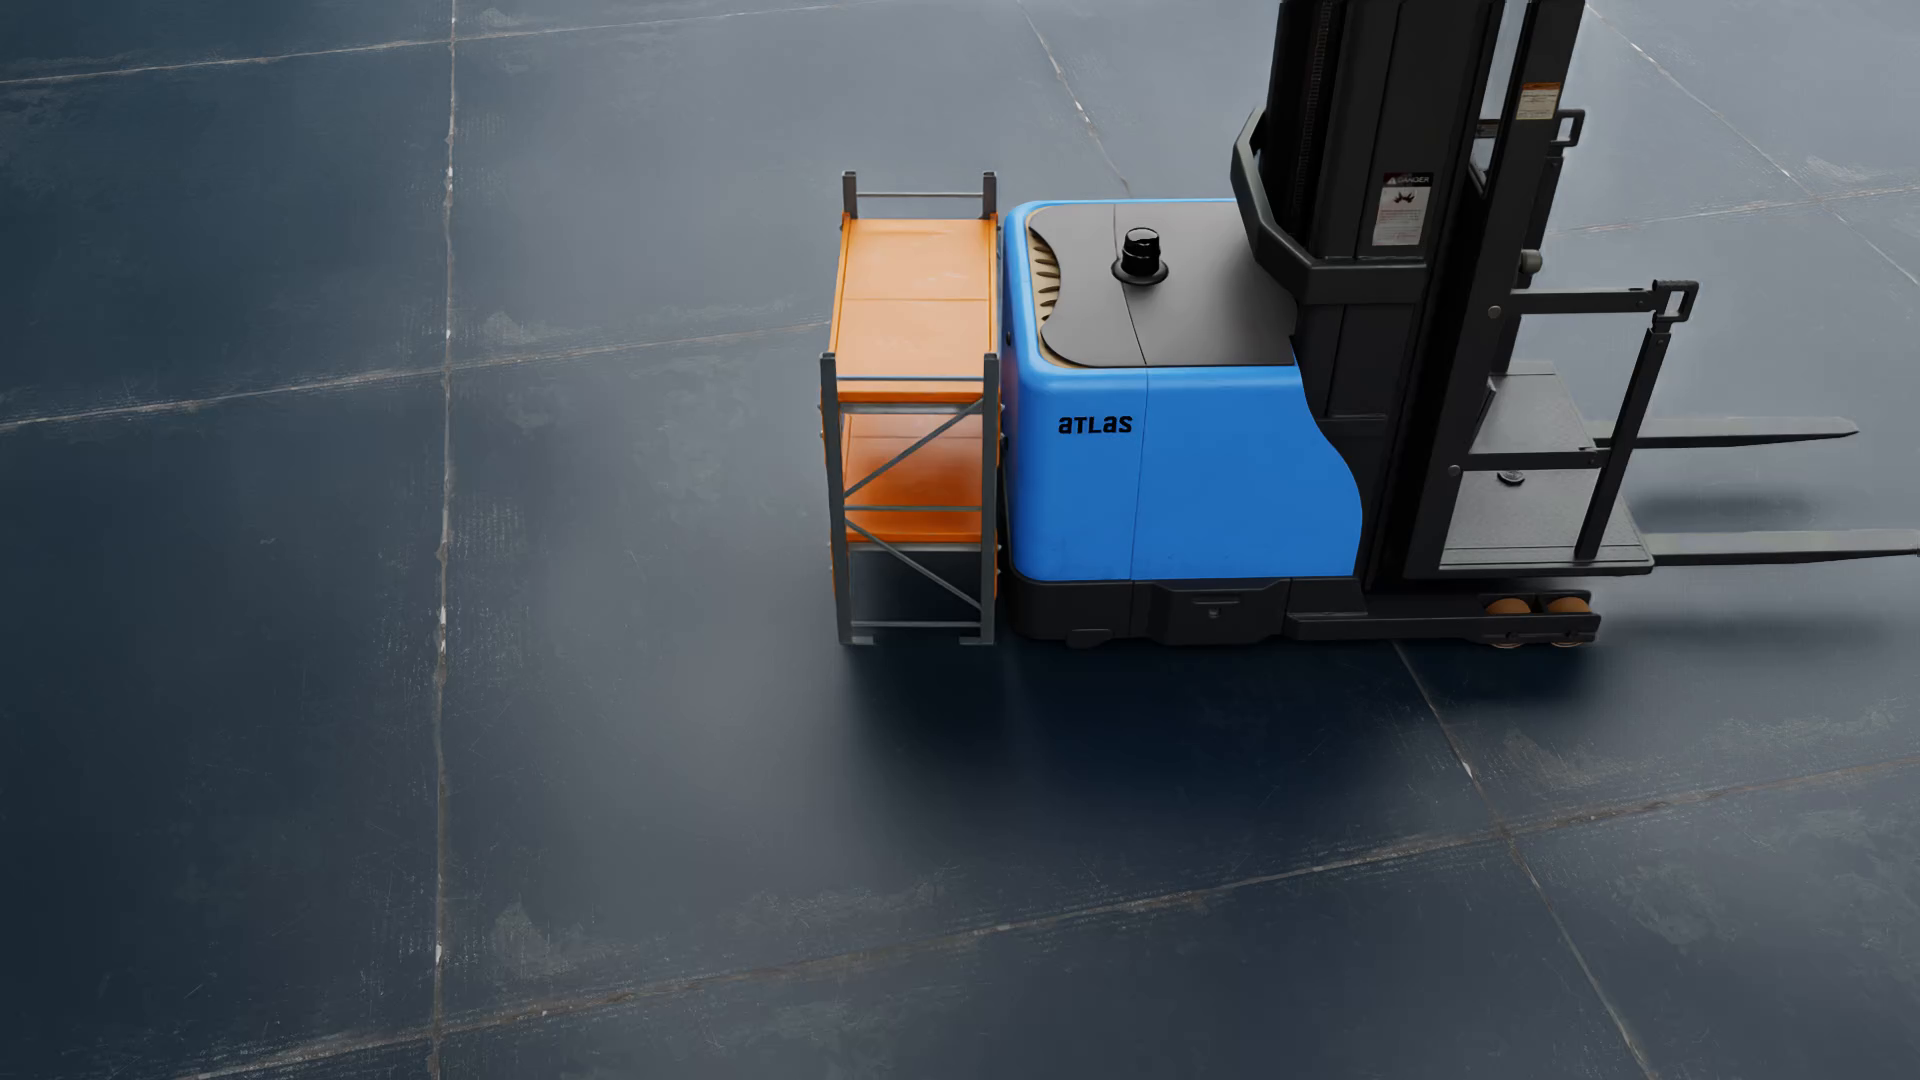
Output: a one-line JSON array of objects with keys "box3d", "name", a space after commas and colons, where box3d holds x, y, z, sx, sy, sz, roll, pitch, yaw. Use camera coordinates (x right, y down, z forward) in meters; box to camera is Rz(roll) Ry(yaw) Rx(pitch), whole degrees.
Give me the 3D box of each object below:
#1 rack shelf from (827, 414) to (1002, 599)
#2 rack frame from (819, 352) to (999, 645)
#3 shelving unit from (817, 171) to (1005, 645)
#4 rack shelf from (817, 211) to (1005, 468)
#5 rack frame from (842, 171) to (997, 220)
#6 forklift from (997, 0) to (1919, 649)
[{"box3d": [-0.136, -0.248, 5.550, 0.538, 0.278, 1.000, 0, 42, 0], "name": "rack shelf"}, {"box3d": [-0.141, -0.093, 5.008, 0.500, 1.125, 0.032, 0, 42, 0], "name": "rack frame"}, {"box3d": [-0.136, -0.431, 5.388, 0.538, 1.125, 1.048, 0, 42, 0], "name": "shelving unit"}, {"box3d": [-0.136, -0.649, 5.193, 0.538, 0.278, 1.000, 0, 42, 0], "name": "rack shelf"}, {"box3d": [-0.131, -0.768, 5.768, 0.500, 1.125, 0.032, 0, 42, 0], "name": "rack frame"}, {"box3d": [1.656, -1.100, 4.781, 3.031, 2.935, 1.130, -1, 42, -1], "name": "forklift"}]
